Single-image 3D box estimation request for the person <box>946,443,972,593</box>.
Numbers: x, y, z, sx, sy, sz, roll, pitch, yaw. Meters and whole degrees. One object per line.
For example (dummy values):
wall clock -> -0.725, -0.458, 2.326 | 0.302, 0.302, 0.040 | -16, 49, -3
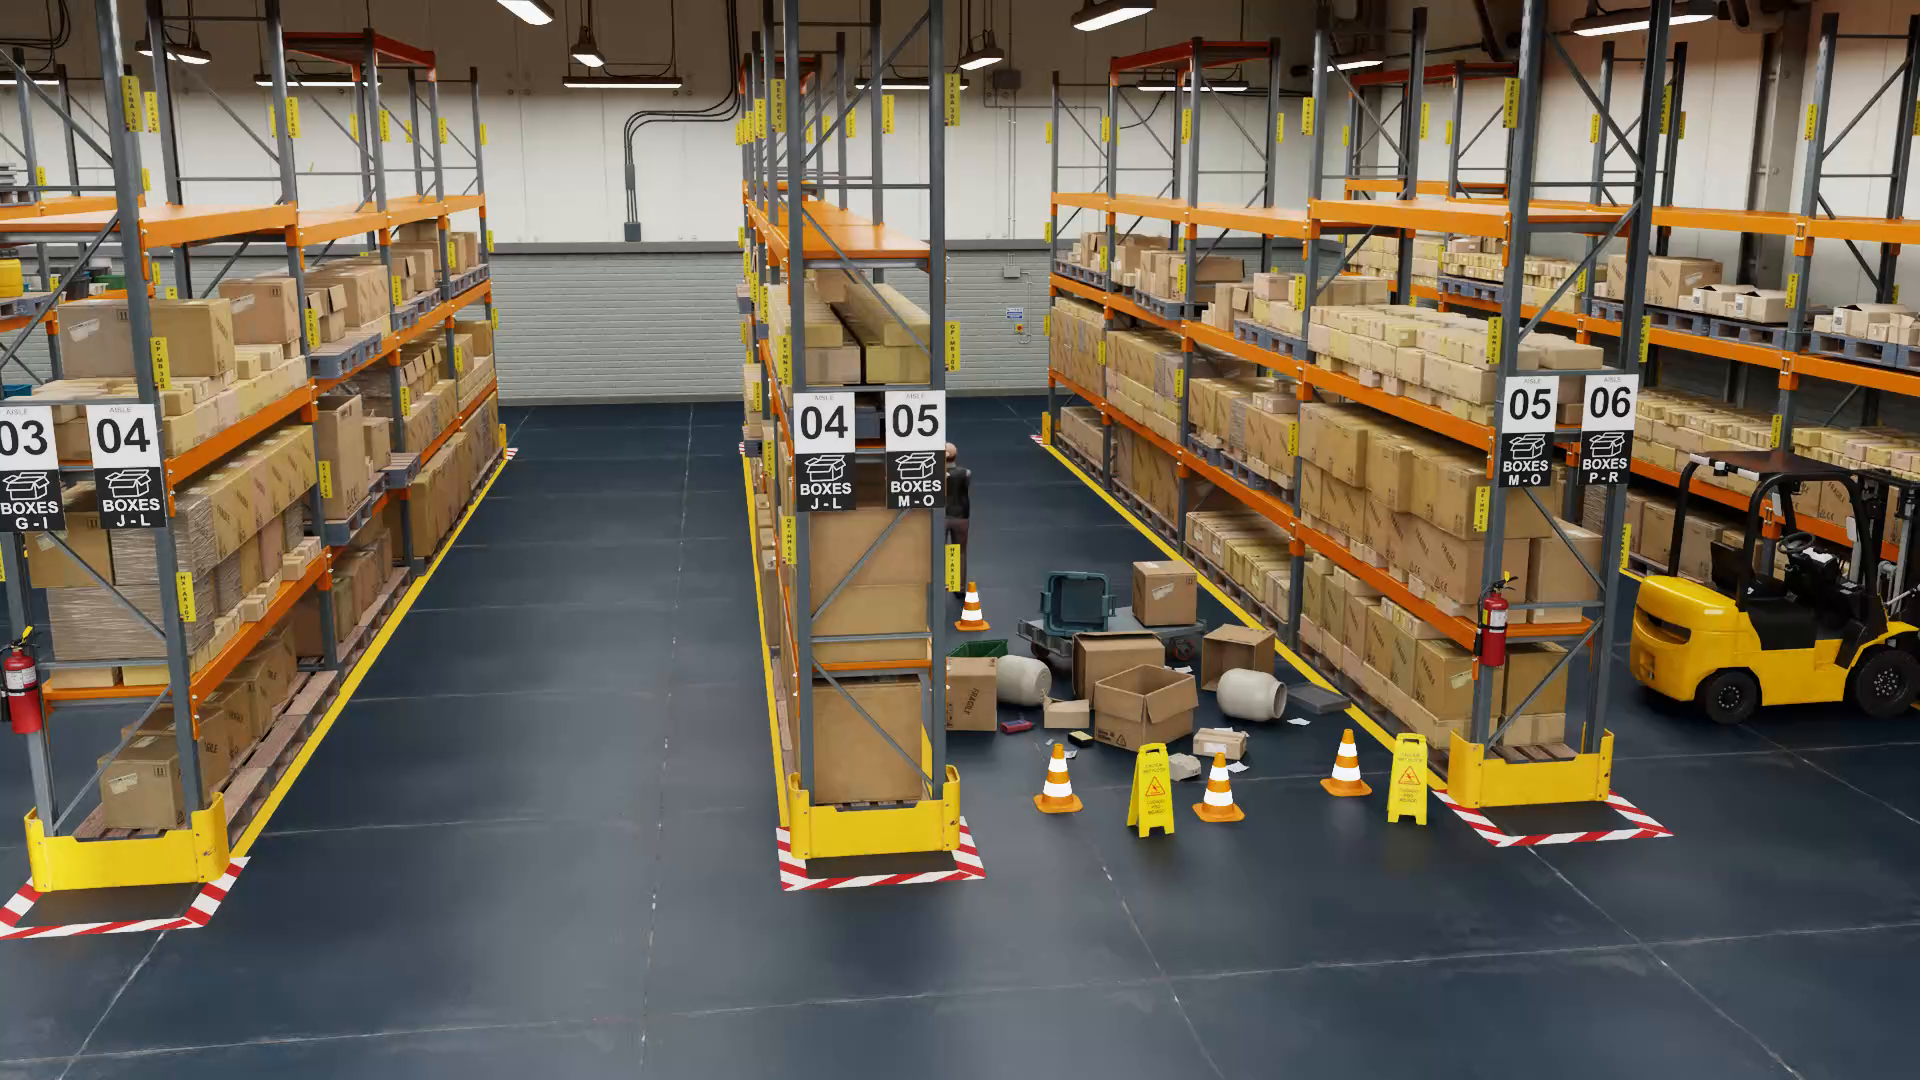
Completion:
person -> -0.141, -0.256, 18.028 | 0.499, 1.661, 0.554 | -2, 13, -8
